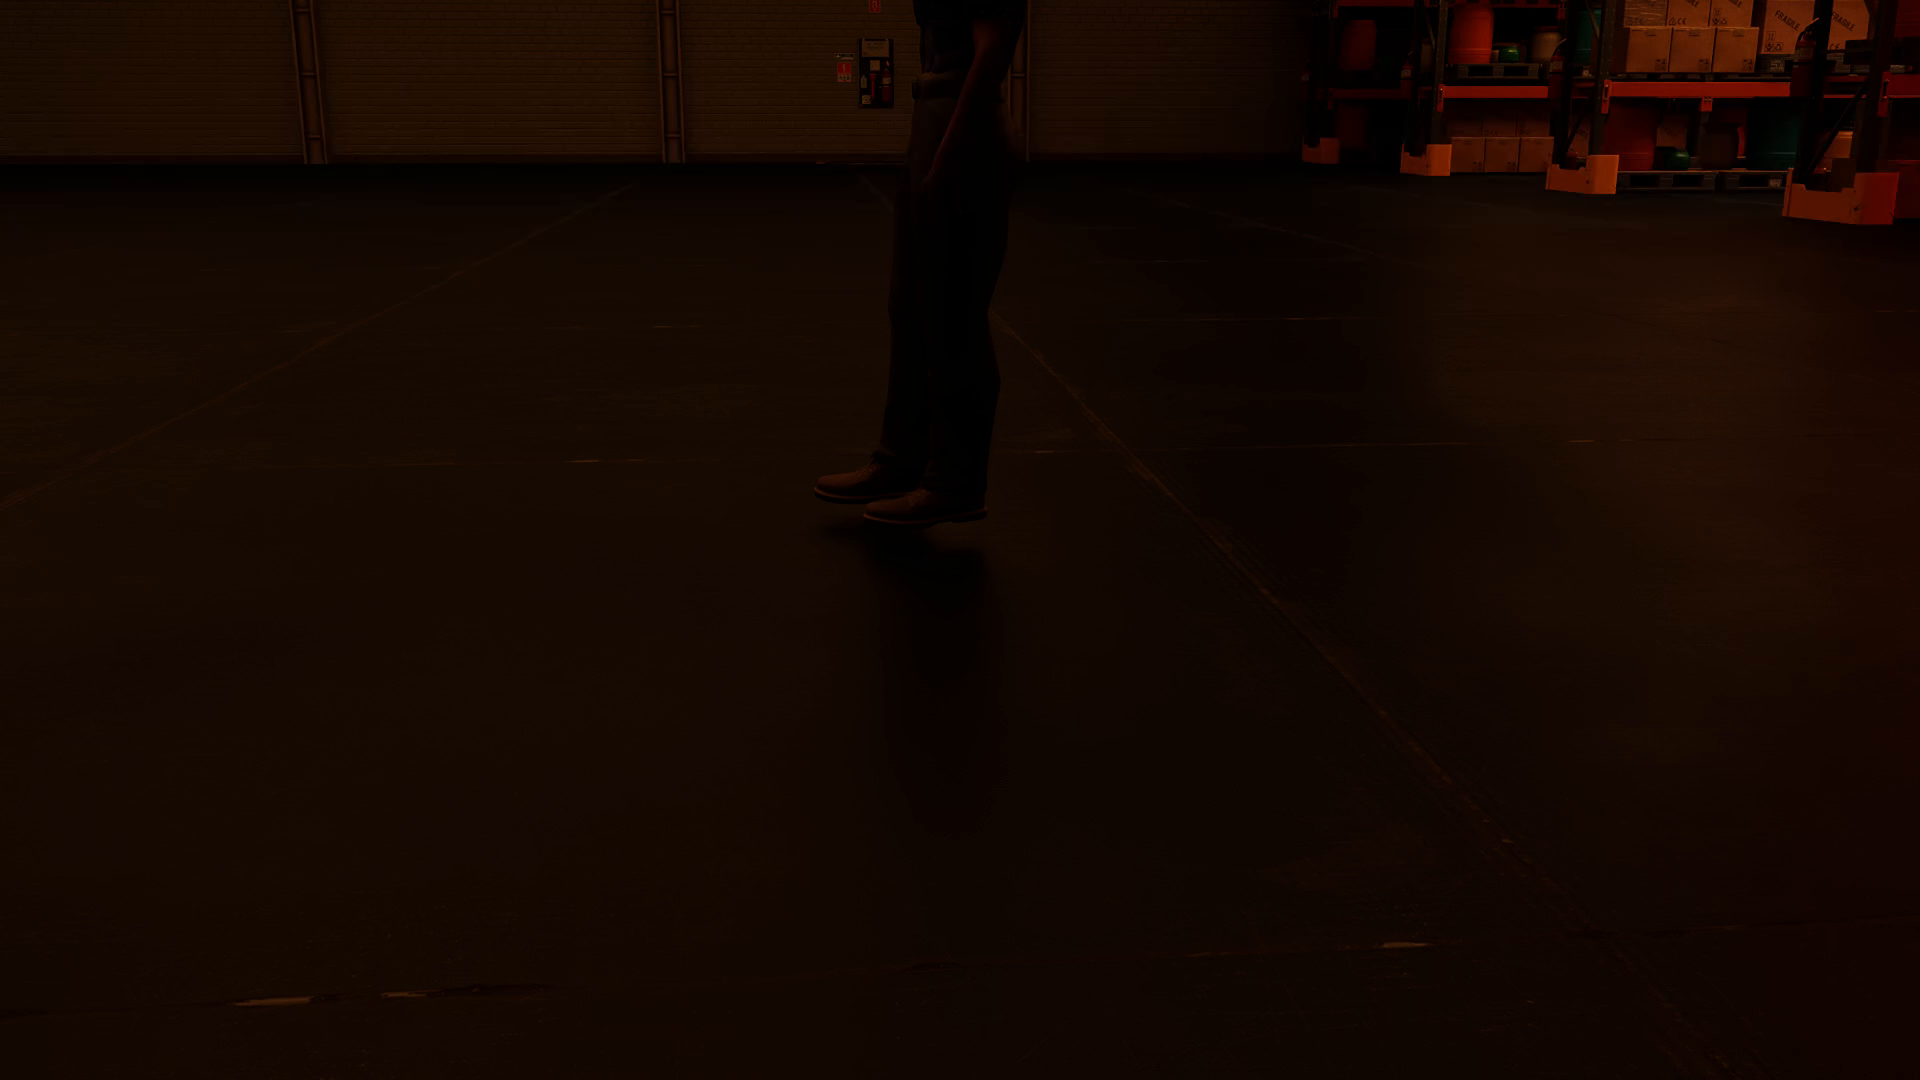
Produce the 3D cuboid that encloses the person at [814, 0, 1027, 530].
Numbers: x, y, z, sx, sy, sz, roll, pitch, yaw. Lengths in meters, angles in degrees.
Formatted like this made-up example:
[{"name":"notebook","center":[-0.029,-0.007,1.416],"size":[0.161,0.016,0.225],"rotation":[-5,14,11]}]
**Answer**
[{"name":"person","center":[-0.089,-0.848,3.723],"size":[0.503,1.655,0.570],"rotation":[-1,15,-5]}]
